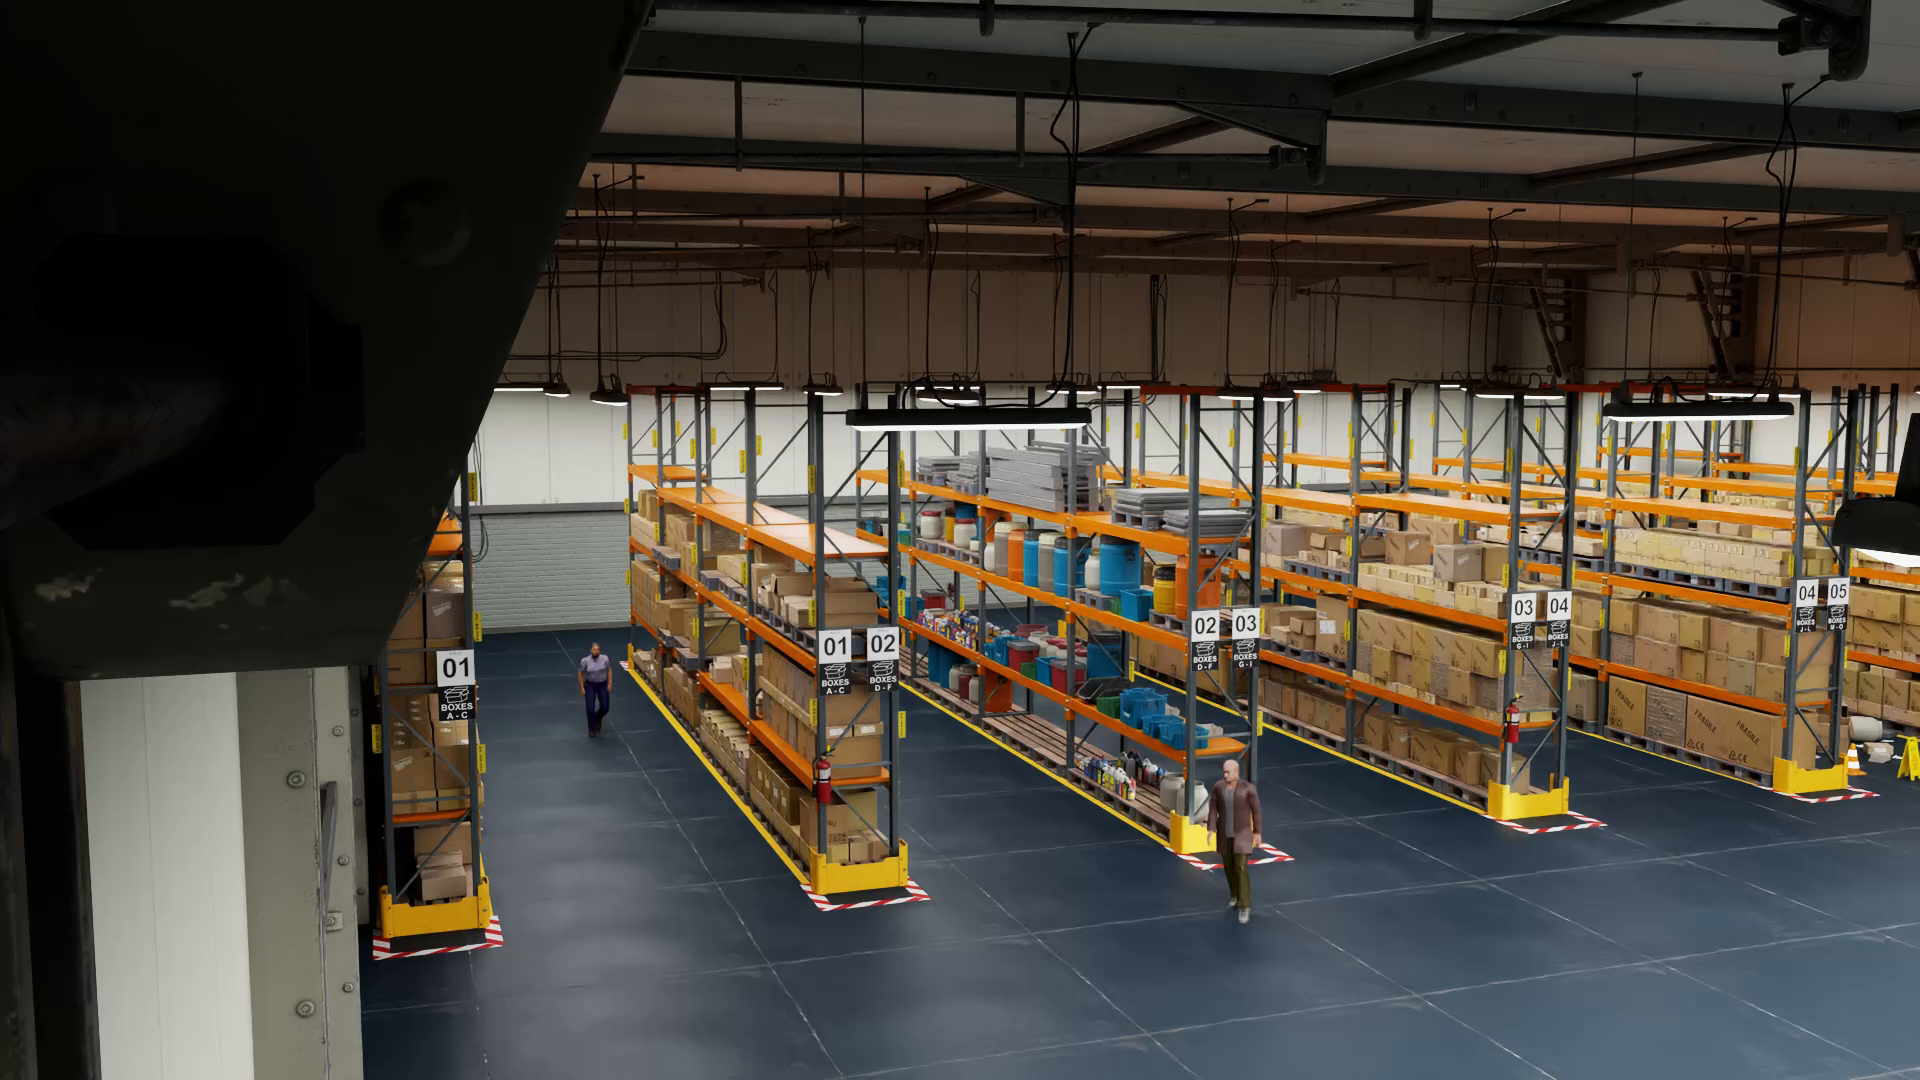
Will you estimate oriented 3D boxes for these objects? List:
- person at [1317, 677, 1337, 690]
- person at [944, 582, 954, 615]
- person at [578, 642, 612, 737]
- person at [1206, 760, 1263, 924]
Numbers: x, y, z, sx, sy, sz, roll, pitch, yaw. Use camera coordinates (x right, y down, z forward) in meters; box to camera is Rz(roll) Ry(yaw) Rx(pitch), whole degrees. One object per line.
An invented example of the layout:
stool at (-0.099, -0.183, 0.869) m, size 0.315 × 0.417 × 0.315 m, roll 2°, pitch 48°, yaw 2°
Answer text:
person at (7.037, 2.254, 31.872) m, size 0.528 × 1.613 × 0.414 m, roll -1°, pitch 6°, yaw -6°
person at (-0.155, 1.693, 35.084) m, size 0.475 × 1.619 × 0.545 m, roll 3°, pitch 6°, yaw 25°
person at (-6.326, 2.562, 28.825) m, size 0.571 × 1.632 × 0.558 m, roll -2°, pitch 6°, yaw -20°
person at (3.180, 3.462, 19.371) m, size 0.662 × 1.807 × 0.693 m, roll 4°, pitch 7°, yaw 35°
